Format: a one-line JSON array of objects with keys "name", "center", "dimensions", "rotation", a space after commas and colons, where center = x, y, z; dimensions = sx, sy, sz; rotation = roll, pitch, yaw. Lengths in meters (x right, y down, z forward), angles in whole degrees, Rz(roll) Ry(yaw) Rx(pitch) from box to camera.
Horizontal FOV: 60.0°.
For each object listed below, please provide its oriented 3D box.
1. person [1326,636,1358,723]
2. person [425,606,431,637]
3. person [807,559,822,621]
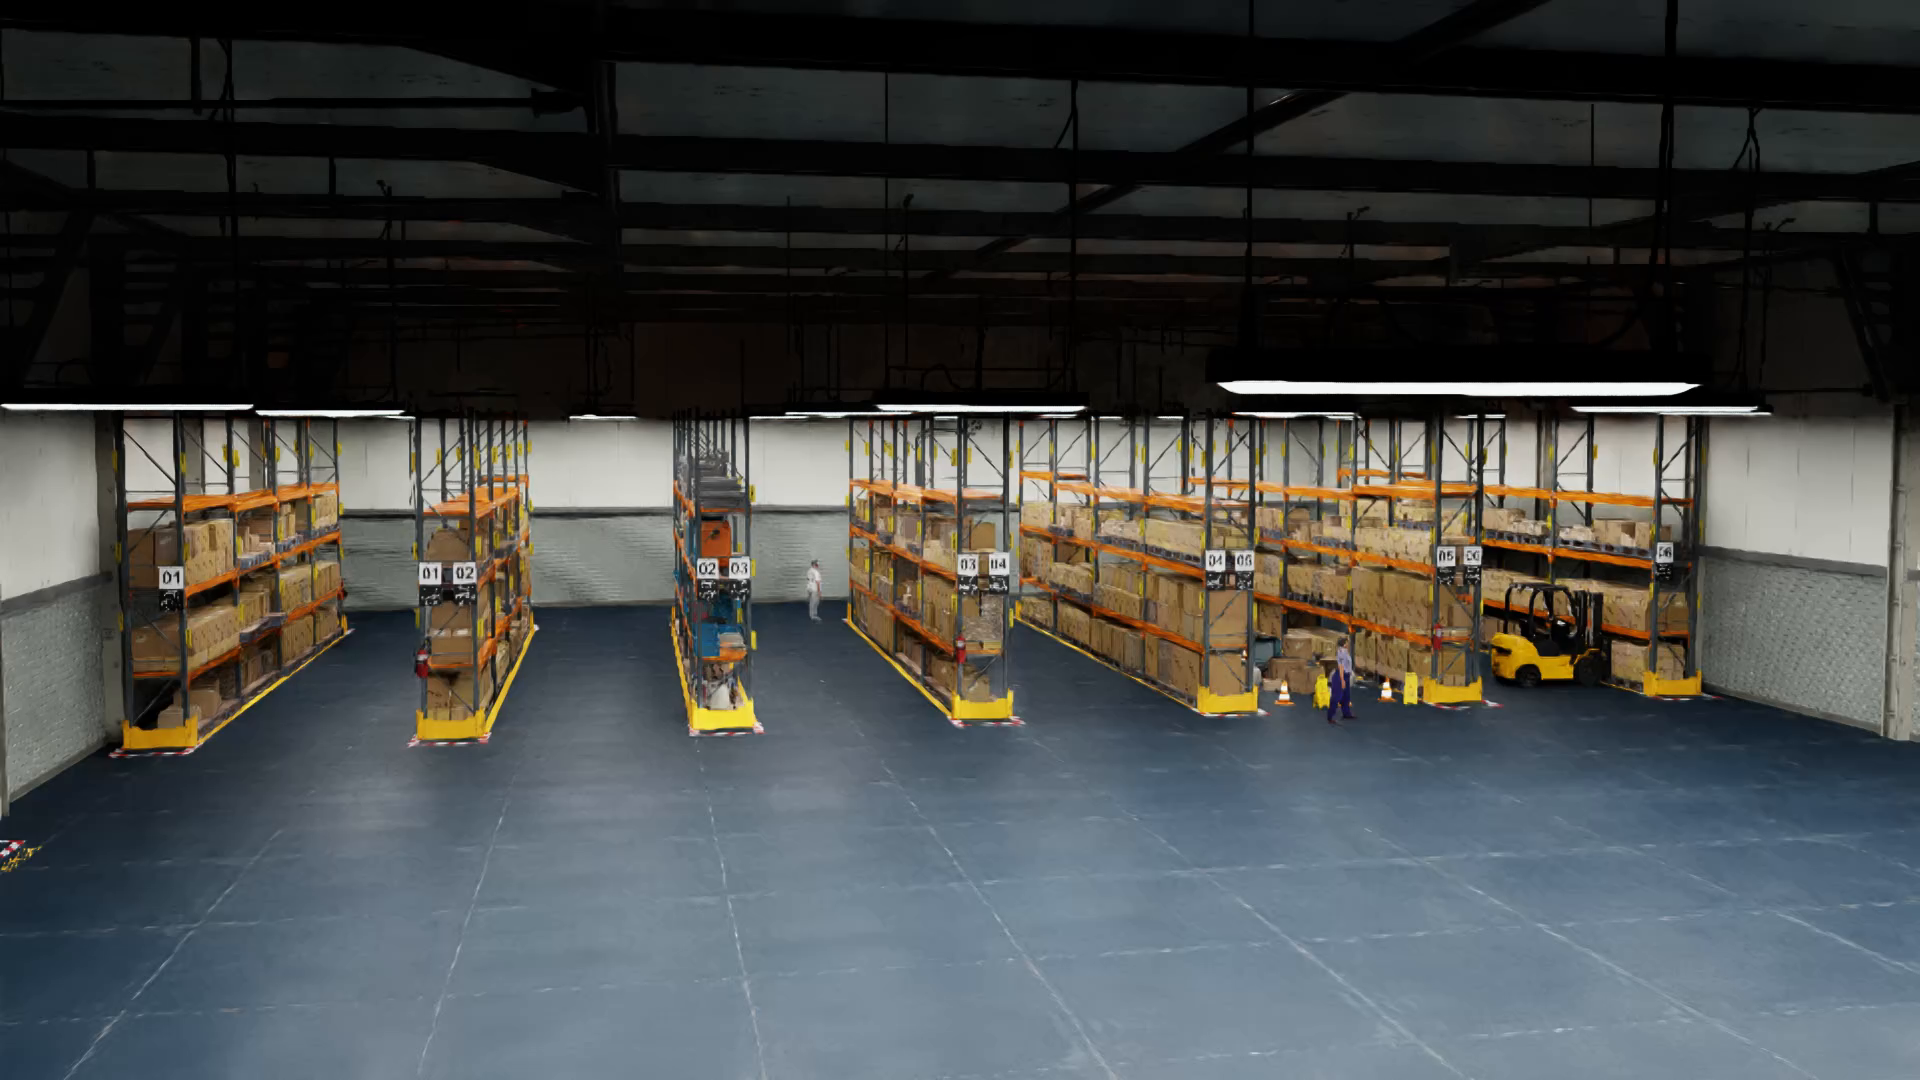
[{"name": "person", "center": [7.290, 2.644, 31.710], "dimensions": [0.528, 1.626, 0.708], "rotation": [2, 4, 21]}, {"name": "person", "center": [-14.132, 1.717, 44.388], "dimensions": [0.438, 1.682, 0.548], "rotation": [-2, 5, -28]}, {"name": "person", "center": [-4.165, 1.432, 47.760], "dimensions": [0.429, 1.764, 0.646], "rotation": [-3, 5, -32]}]
